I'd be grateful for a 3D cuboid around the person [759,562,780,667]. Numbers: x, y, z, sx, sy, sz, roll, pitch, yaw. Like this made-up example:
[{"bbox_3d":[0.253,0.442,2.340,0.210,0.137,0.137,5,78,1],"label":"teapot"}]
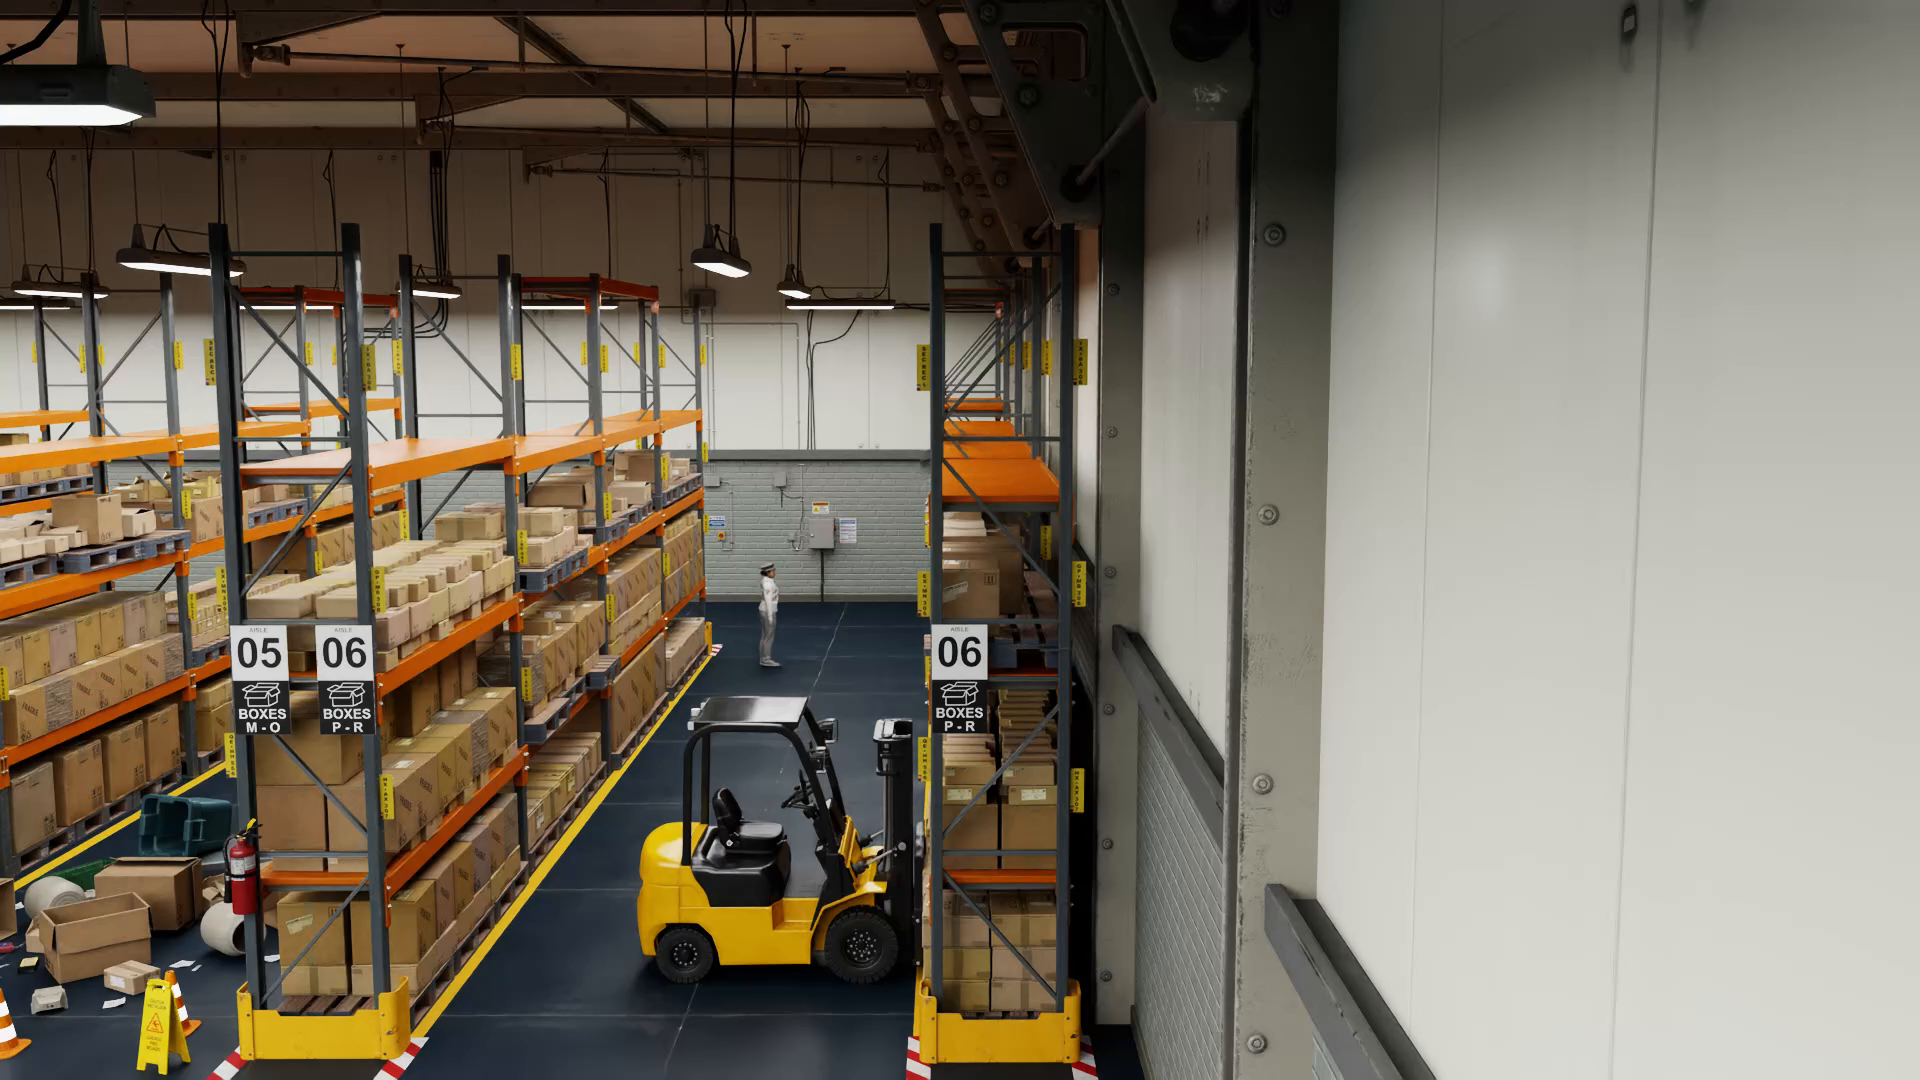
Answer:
[{"bbox_3d":[-3.080,1.192,26.875,0.344,1.688,0.542,-2,7,-17],"label":"person"}]
